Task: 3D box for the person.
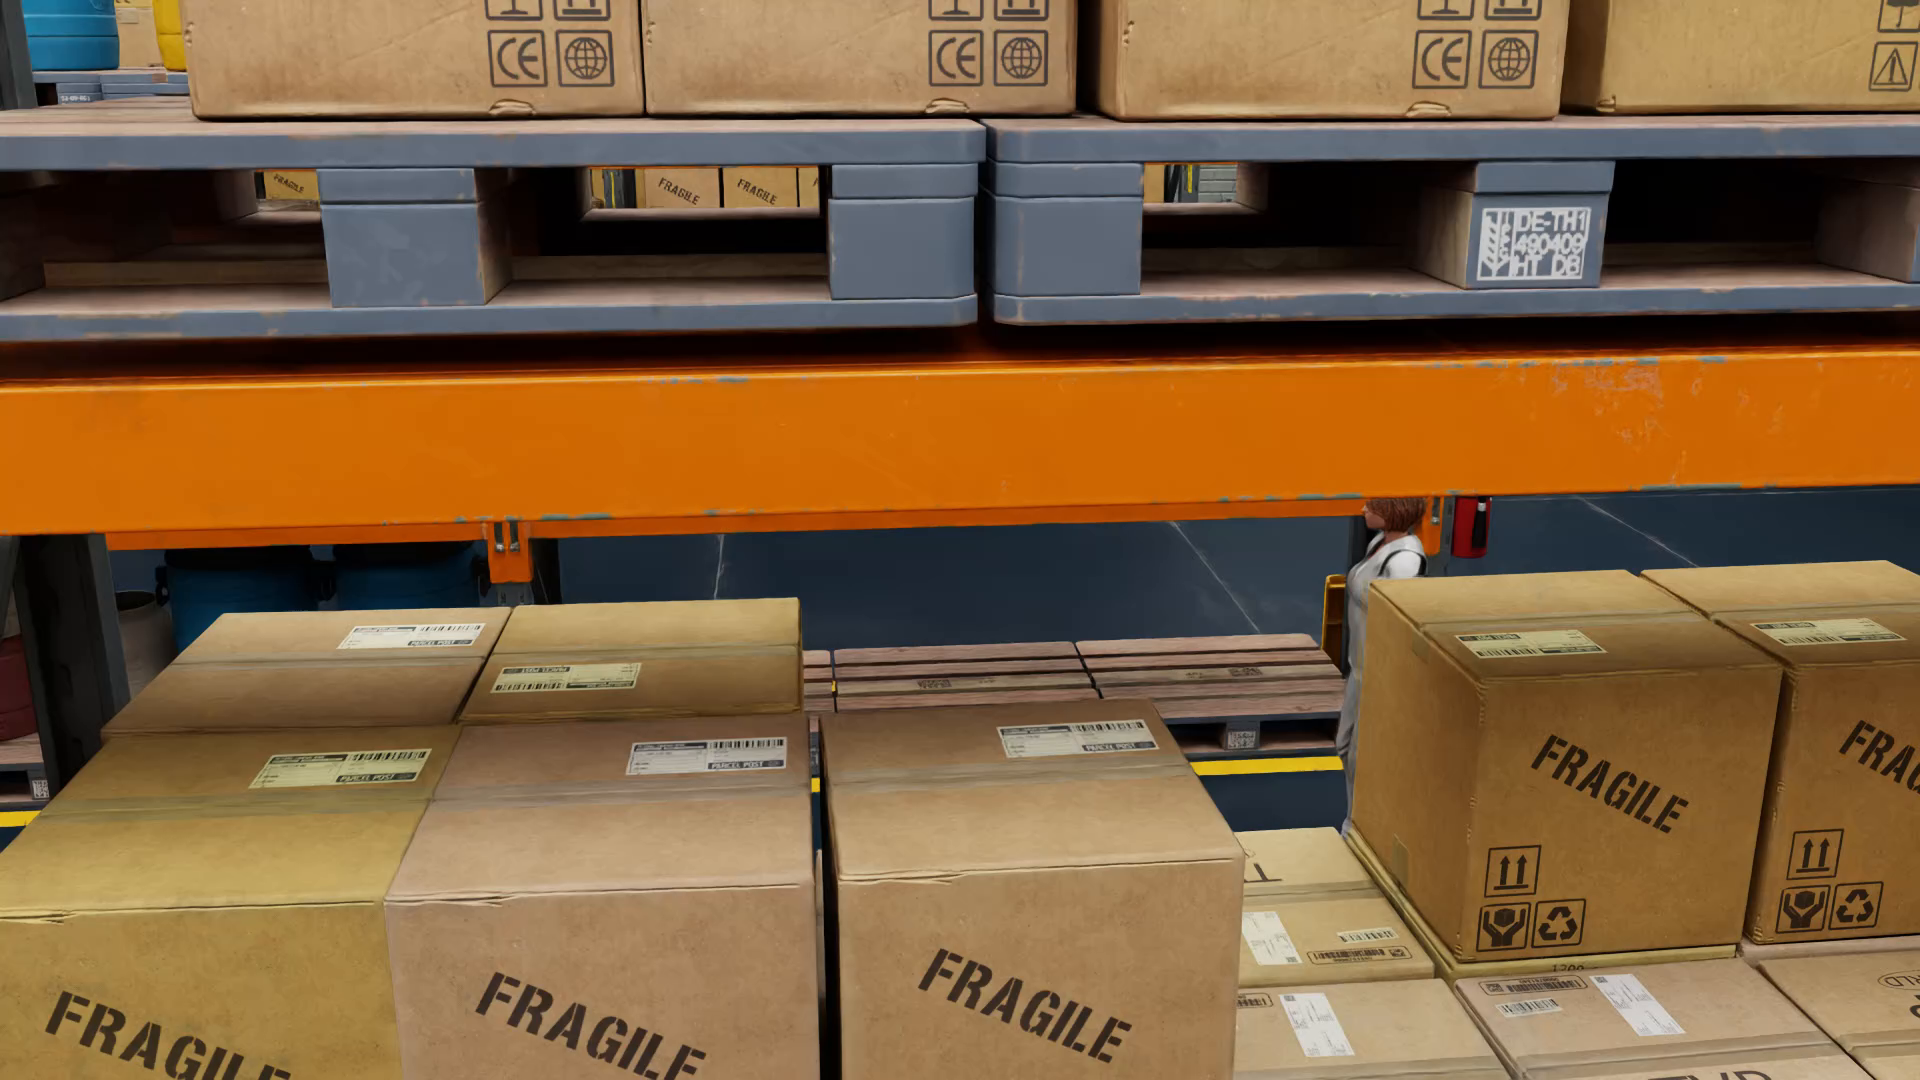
[{"bbox_3d":[1.672,0.512,6.334,0.604,1.577,0.446,1,17,2],"label":"person"}]
